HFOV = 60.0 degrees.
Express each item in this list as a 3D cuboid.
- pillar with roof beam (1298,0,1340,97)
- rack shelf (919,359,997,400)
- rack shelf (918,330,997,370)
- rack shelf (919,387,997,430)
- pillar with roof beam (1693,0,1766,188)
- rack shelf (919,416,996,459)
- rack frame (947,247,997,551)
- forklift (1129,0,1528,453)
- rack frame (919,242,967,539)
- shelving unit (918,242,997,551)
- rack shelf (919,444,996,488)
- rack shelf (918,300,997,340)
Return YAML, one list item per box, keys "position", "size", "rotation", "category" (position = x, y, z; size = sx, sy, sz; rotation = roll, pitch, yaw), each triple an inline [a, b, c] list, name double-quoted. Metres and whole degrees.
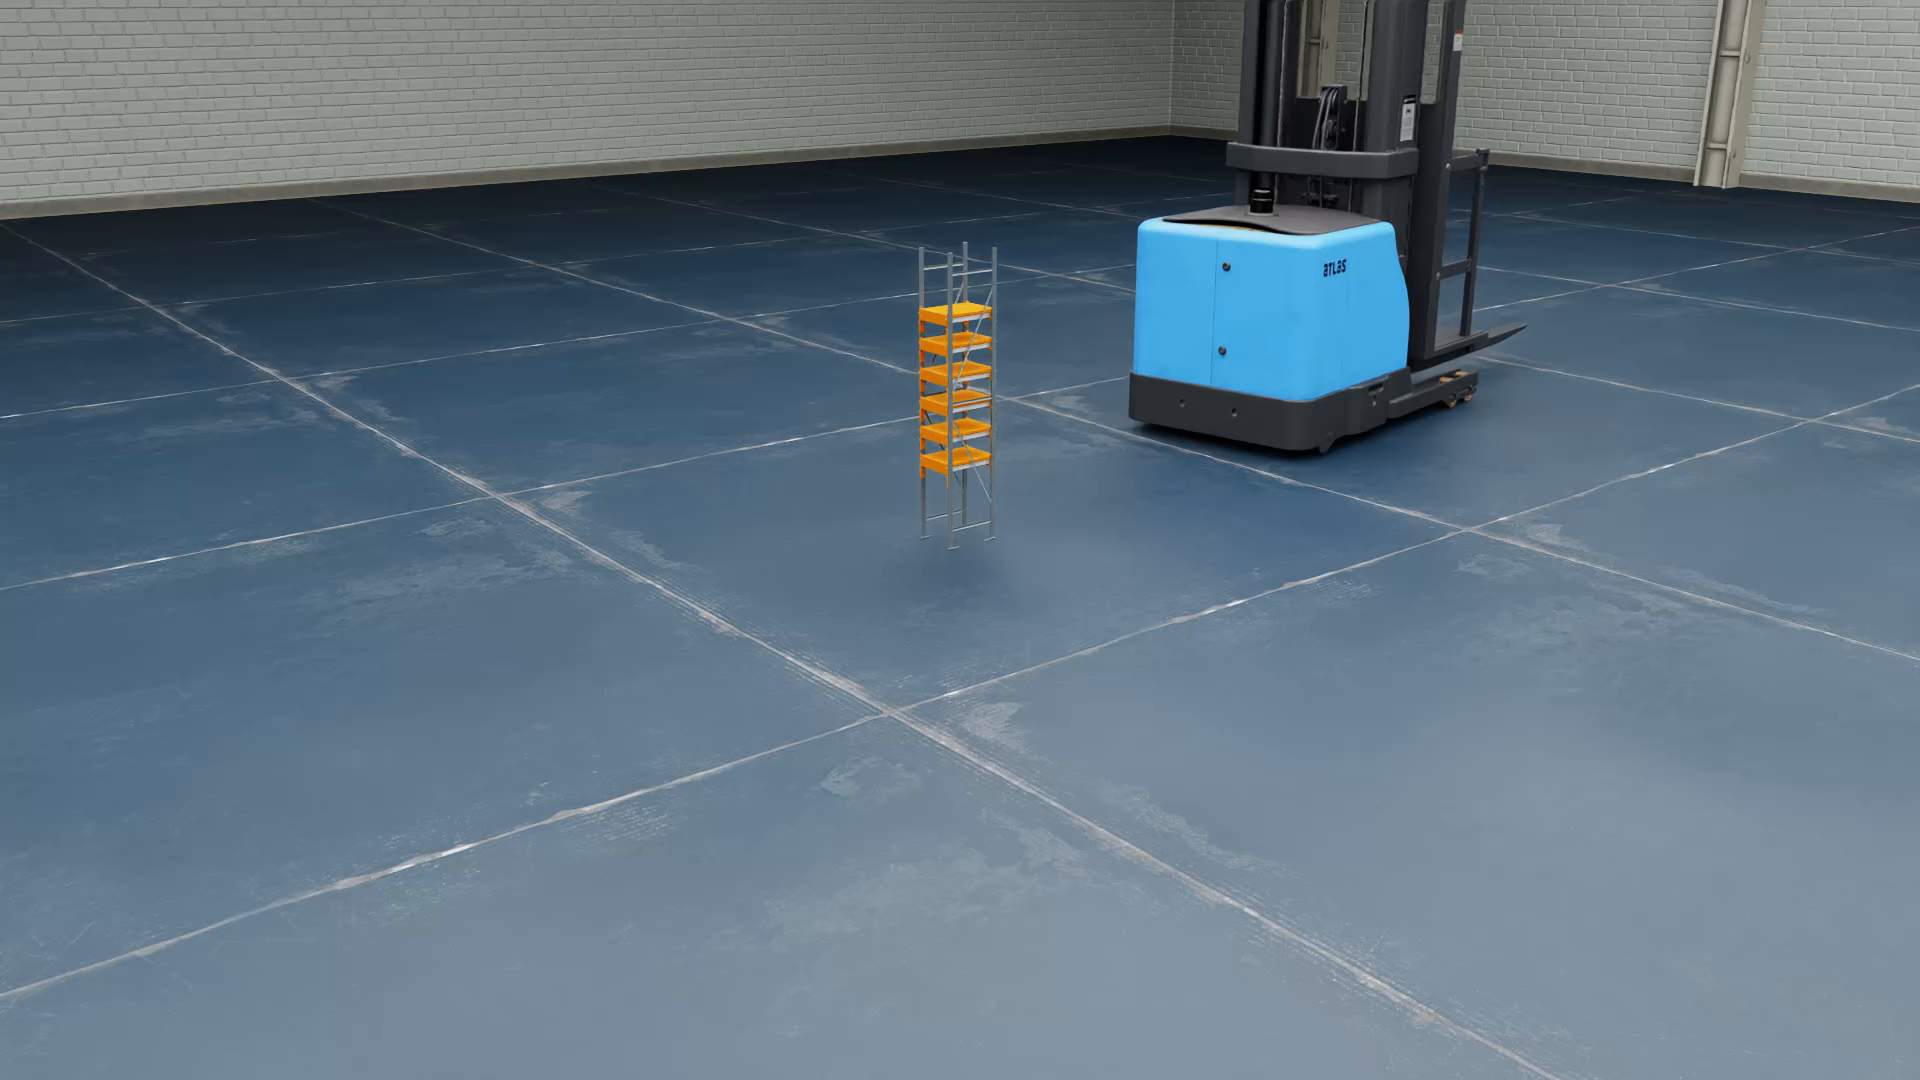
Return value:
- position: [1.640, -9.003, 19.737]
  size: [9.100, 9.000, 0.400]
  rotation: [-14, 23, -36]
  category: "pillar with roof beam"
- position: [-0.009, -0.645, 6.661]
  size: [0.258, 0.103, 0.180]
  rotation: [-14, 23, -36]
  category: "rack shelf"
- position: [-0.009, -0.759, 6.623]
  size: [0.258, 0.103, 0.180]
  rotation: [-14, 23, -36]
  category: "rack shelf"
- position: [-0.009, -0.531, 6.699]
  size: [0.258, 0.103, 0.180]
  rotation: [-14, 23, -36]
  category: "rack shelf"
- position: [5.365, -7.525, 15.272]
  size: [9.100, 9.000, 0.400]
  rotation: [-14, 23, -36]
  category: "pillar with roof beam"
- position: [-0.009, -0.417, 6.736]
  size: [0.258, 0.103, 0.180]
  rotation: [-14, 23, -36]
  category: "rack shelf"
- position: [0.048, -0.551, 6.617]
  size: [0.240, 1.200, 0.006]
  rotation: [-14, 23, -36]
  category: "rack frame"
- position: [2.211, -2.202, 8.850]
  size: [1.130, 2.935, 3.031]
  rotation: [15, 24, 38]
  category: "forklift"
- position: [-0.066, -0.596, 6.753]
  size: [0.240, 1.200, 0.006]
  rotation: [-14, 23, -36]
  category: "rack frame"
- position: [-0.009, -0.573, 6.685]
  size: [0.258, 1.200, 0.189]
  rotation: [-14, 23, -36]
  category: "shelving unit"
- position: [-0.009, -0.303, 6.774]
  size: [0.258, 0.103, 0.180]
  rotation: [-14, 23, -36]
  category: "rack shelf"
- position: [-0.009, -0.873, 6.585]
  size: [0.258, 0.103, 0.180]
  rotation: [-14, 23, -36]
  category: "rack shelf"
